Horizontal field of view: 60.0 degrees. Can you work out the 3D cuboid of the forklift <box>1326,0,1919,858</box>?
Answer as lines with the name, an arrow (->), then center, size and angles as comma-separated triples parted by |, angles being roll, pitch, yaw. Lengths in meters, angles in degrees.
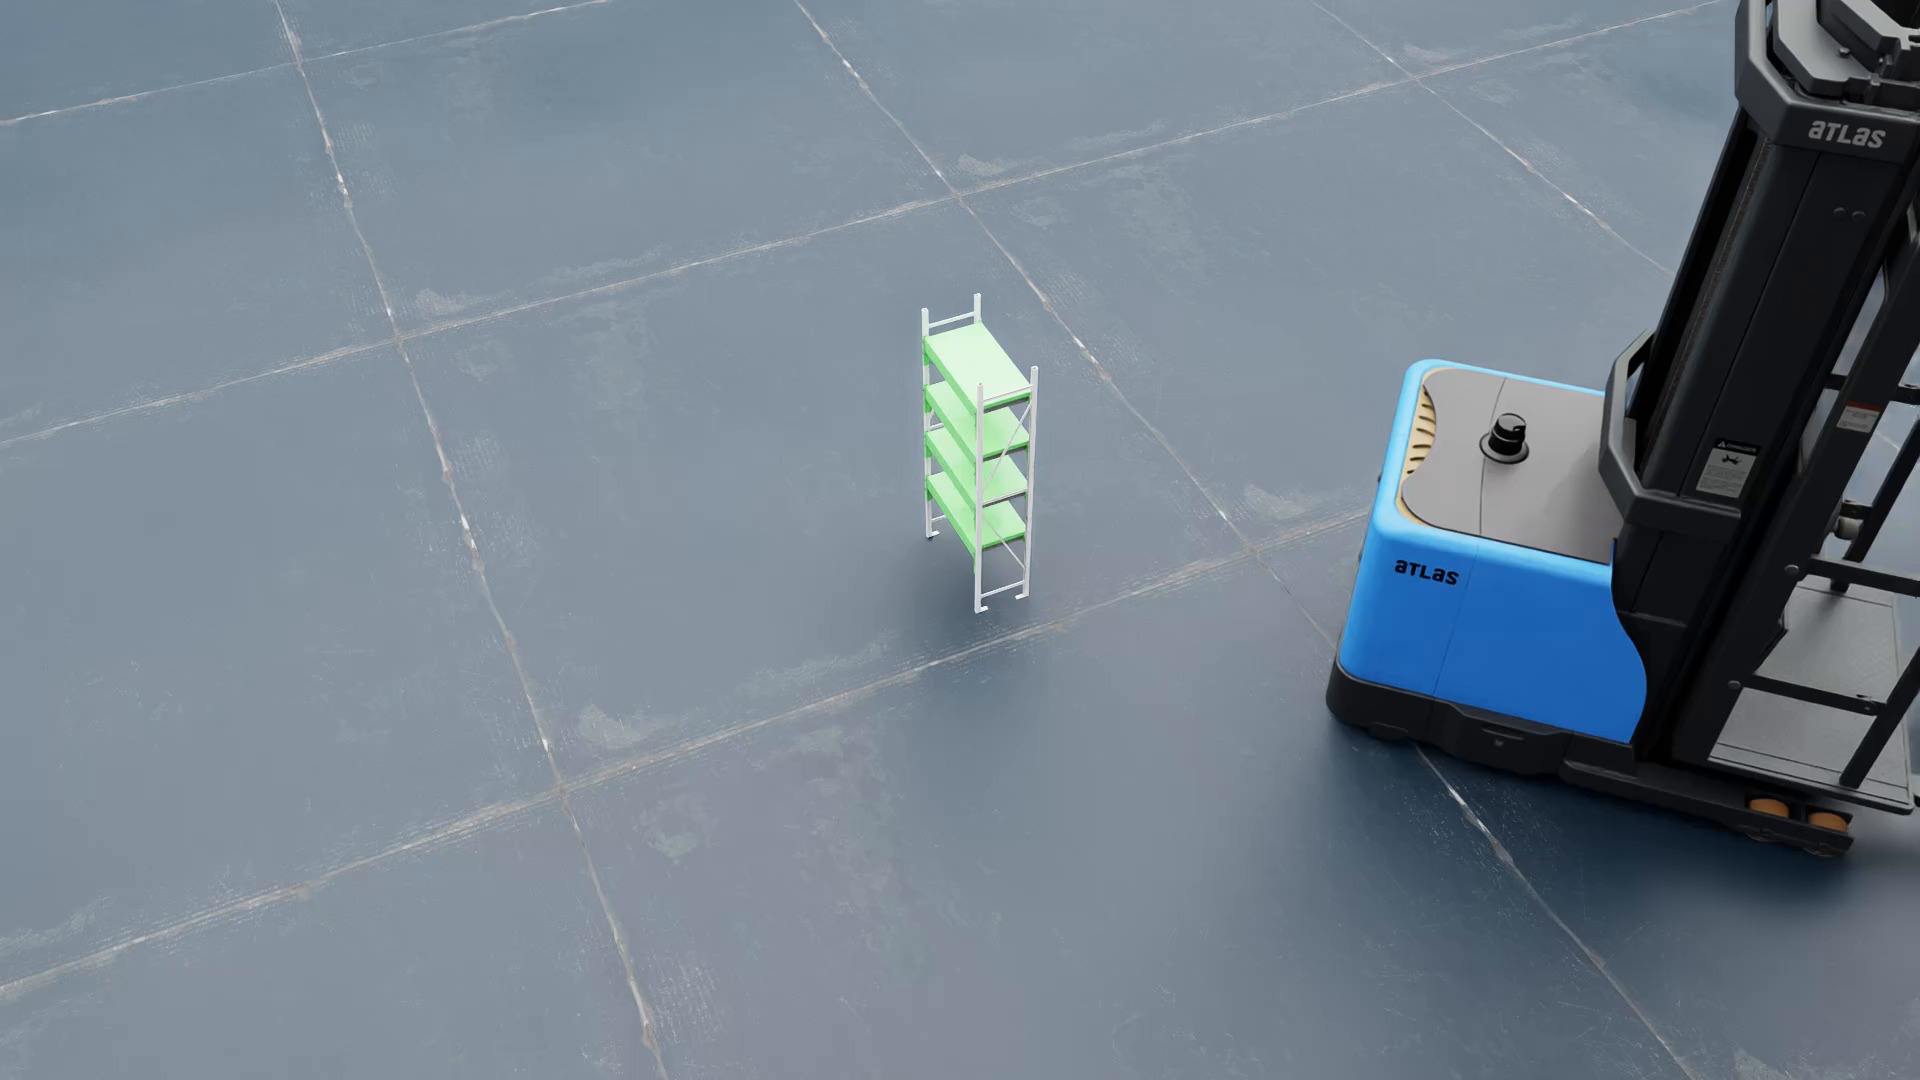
forklift -> 2.980, -0.332, 5.368 | 3.031, 2.935, 1.130 | 13, 46, 13

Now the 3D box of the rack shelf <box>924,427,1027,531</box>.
rack shelf -> 0.070, -0.276, 6.635 | 0.258, 0.148, 0.480 | -18, 47, -17

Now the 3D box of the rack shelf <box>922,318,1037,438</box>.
rack shelf -> 0.070, -0.618, 6.298 | 0.258, 0.148, 0.480 | -18, 47, -17

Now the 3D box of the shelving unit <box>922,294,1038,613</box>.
shelving unit -> 0.070, -0.322, 6.591 | 0.258, 1.200, 0.503 | -18, 47, -17

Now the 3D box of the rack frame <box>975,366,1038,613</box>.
rack frame -> 0.172, -0.166, 6.433 | 0.240, 1.200, 0.015 | -18, 47, -17

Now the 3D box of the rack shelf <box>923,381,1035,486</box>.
rack shelf -> 0.070, -0.447, 6.467 | 0.258, 0.148, 0.480 | -18, 47, -17

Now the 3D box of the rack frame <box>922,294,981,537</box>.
rack frame -> -0.033, -0.477, 6.748 | 0.240, 1.200, 0.015 | -18, 47, -17

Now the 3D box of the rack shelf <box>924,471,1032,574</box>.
rack shelf -> 0.070, -0.105, 6.804 | 0.258, 0.148, 0.480 | -18, 47, -17
